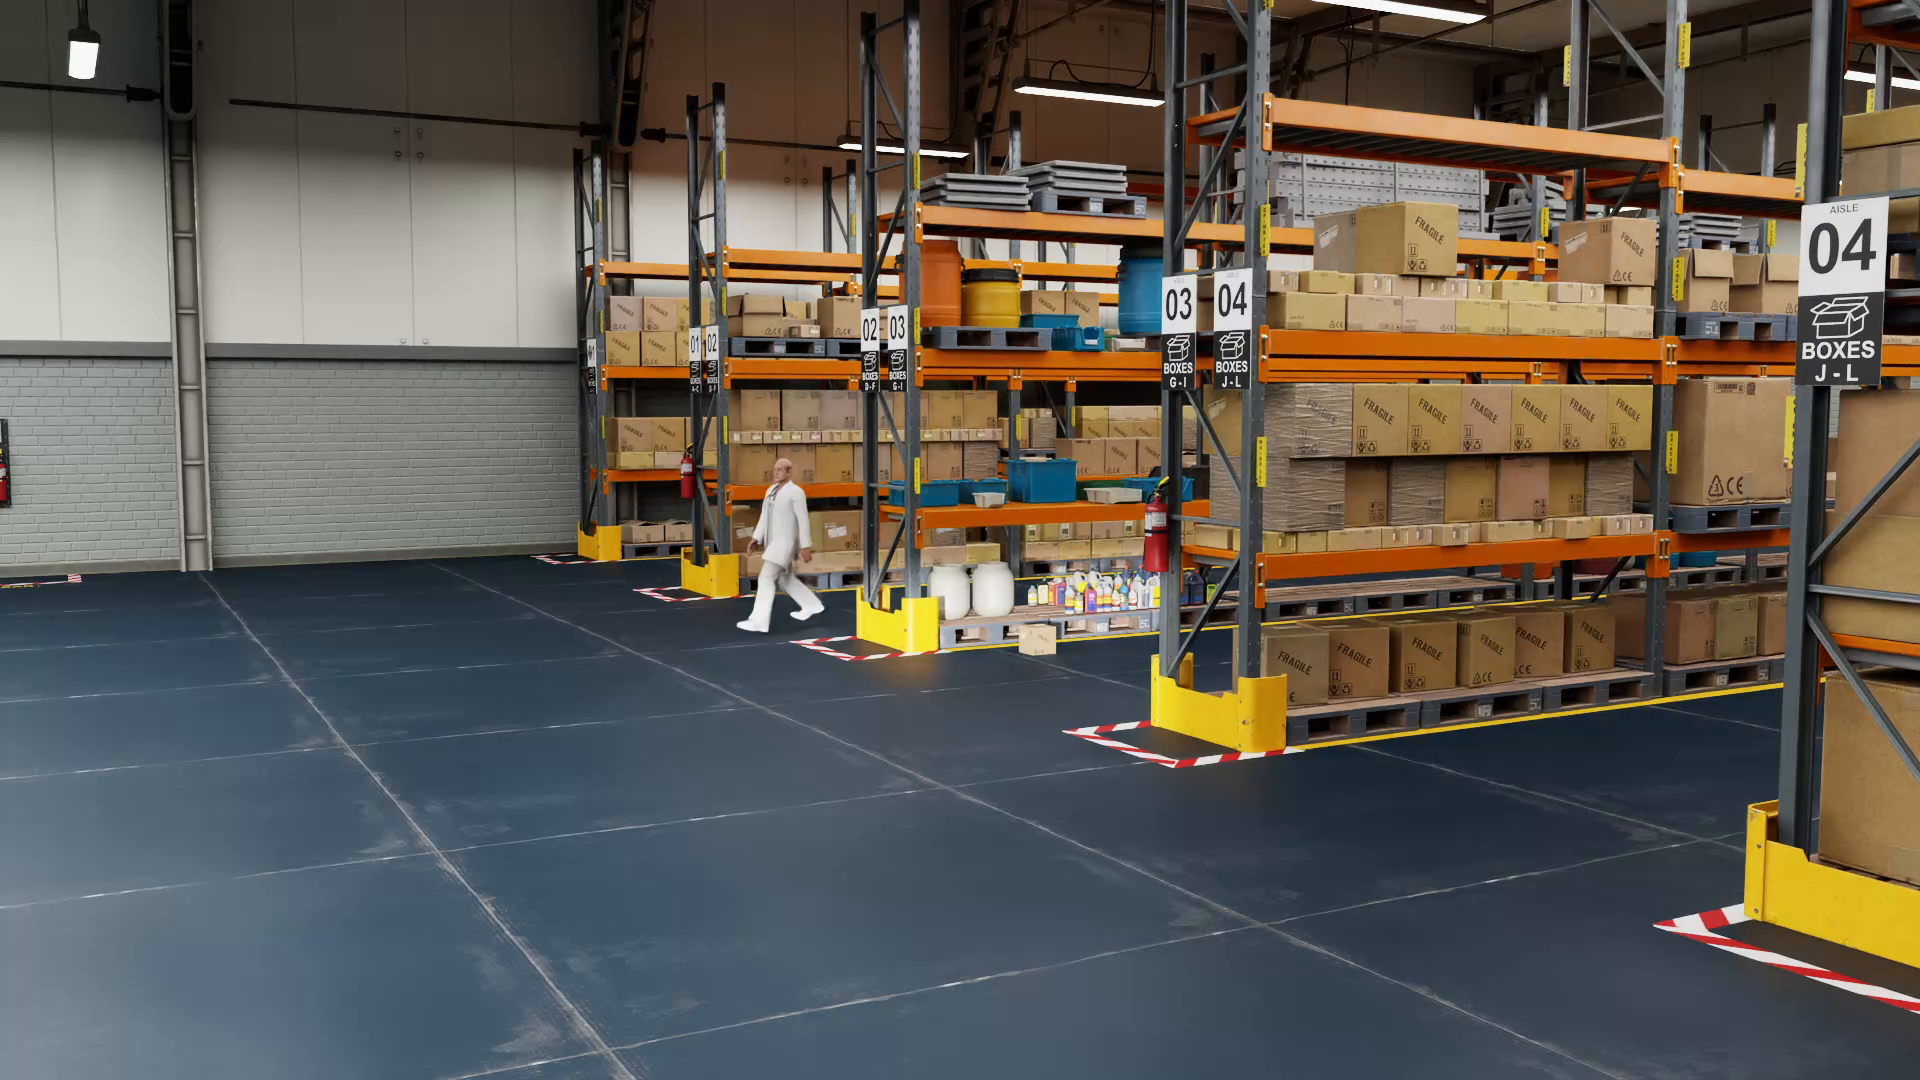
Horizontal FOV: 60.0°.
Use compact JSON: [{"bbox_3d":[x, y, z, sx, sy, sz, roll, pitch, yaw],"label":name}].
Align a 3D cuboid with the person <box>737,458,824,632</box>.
[{"bbox_3d":[-1.797,0.088,16.775,1.150,1.625,0.580,-4,6,-38],"label":"person"}]
